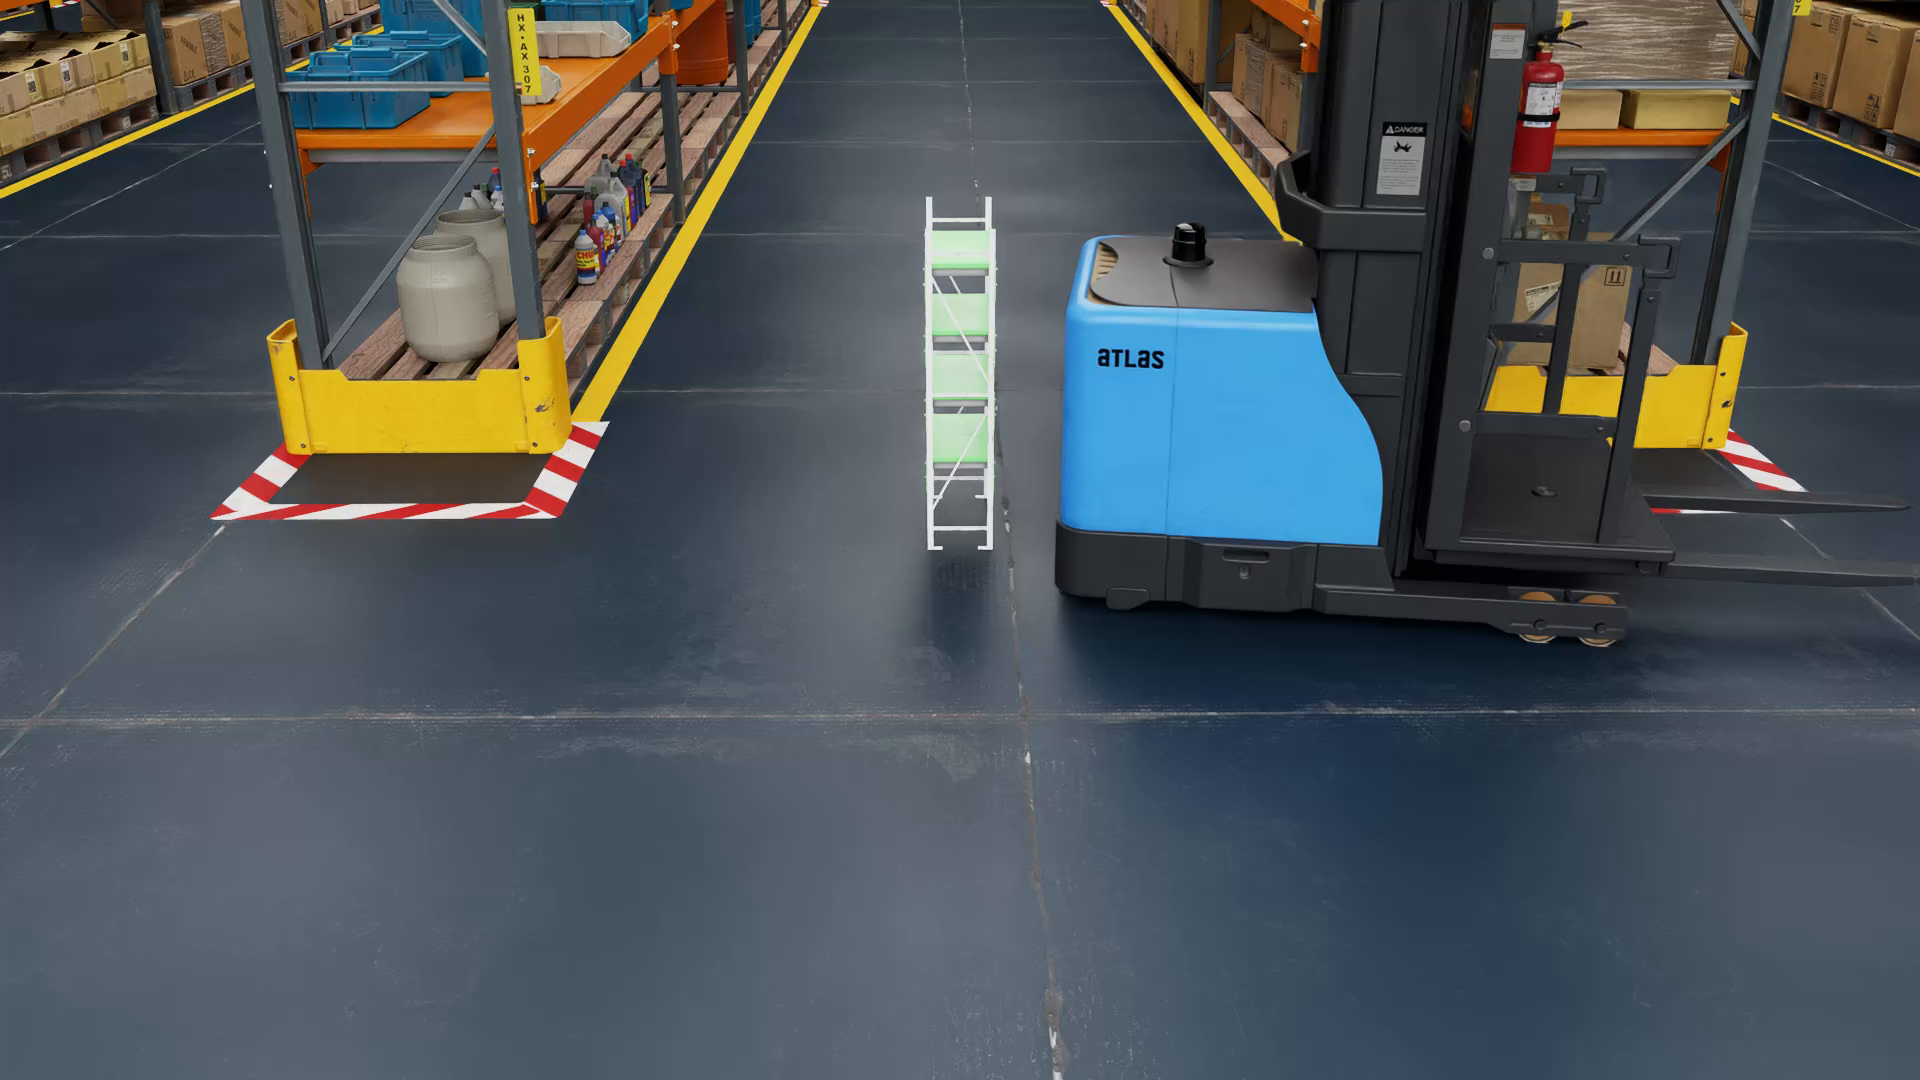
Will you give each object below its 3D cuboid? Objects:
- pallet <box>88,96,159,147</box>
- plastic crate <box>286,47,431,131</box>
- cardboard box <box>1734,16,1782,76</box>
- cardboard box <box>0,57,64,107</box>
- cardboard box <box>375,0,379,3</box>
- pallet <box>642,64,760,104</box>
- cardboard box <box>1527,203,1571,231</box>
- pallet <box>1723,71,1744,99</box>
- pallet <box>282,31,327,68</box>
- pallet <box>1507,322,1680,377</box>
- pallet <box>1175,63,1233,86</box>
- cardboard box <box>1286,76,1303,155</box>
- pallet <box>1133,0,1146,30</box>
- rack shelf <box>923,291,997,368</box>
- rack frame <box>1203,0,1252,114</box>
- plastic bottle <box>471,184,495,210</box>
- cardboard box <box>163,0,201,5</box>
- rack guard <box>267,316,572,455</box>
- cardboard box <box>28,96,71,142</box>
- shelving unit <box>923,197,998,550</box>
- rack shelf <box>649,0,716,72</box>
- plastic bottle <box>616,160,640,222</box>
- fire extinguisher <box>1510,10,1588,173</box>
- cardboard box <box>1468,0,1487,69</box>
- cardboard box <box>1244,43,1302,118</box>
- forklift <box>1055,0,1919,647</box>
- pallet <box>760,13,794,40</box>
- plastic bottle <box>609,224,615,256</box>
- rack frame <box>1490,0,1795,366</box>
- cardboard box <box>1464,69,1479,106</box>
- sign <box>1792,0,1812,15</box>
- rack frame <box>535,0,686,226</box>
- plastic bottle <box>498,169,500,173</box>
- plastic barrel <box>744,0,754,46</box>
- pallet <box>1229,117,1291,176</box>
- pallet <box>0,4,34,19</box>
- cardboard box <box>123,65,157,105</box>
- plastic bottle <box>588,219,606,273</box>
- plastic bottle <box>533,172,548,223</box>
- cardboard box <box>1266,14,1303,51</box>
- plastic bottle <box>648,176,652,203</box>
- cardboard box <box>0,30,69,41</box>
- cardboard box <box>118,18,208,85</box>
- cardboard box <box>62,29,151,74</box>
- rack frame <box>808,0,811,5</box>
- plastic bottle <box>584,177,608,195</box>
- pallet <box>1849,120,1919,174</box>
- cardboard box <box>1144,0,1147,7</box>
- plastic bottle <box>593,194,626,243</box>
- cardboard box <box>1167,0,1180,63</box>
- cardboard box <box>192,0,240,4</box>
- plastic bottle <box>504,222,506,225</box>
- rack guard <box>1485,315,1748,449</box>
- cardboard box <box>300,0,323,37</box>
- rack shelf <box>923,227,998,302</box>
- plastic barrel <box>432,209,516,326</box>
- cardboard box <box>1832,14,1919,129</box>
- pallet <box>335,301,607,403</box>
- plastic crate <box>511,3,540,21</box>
[{"bbox_3d":[-7.313,-3.437,13.593,1.003,0.211,1.213,0,24,-1],"label":"pallet"},{"bbox_3d":[-2.548,-1.908,7.009,0.499,0.251,0.616,0,24,-1],"label":"plastic crate"},{"bbox_3d":[7.315,-4.393,14.847,0.500,0.500,0.500,0,24,-1],"label":"cardboard box"},{"bbox_3d":[-7.013,-3.397,12.269,0.500,0.311,0.500,0,24,1],"label":"cardboard box"},{"bbox_3d":[-7.138,-6.676,20.175,0.500,0.250,0.500,0,24,-1],"label":"cardboard box"},{"bbox_3d":[-2.380,-4.122,15.107,1.003,0.211,1.213,0,24,-1],"label":"pallet"},{"bbox_3d":[2.679,-1.349,8.117,0.500,0.500,0.500,6,25,13],"label":"cardboard box"},{"bbox_3d":[7.576,-4.122,15.108,1.003,0.211,1.213,0,24,-1],"label":"pallet"},{"bbox_3d":[-7.280,-5.089,17.247,1.003,0.211,1.213,0,24,-1],"label":"pallet"},{"bbox_3d":[2.735,-0.889,7.959,1.003,0.211,1.213,0,24,-1],"label":"pallet"},{"bbox_3d":[2.679,-4.646,16.266,1.003,0.211,1.213,0,24,-1],"label":"pallet"},{"bbox_3d":[2.695,-2.953,11.638,0.700,0.500,0.500,0,24,-1],"label":"cardboard box"},{"bbox_3d":[2.633,-6.285,19.891,1.003,0.211,1.213,0,24,-1],"label":"pallet"},{"bbox_3d":[-0.002,-0.775,6.081,0.258,0.148,0.480,0,24,-1],"label":"rack shelf"},{"bbox_3d":[2.623,-5.090,13.864,1.000,3.000,0.127,0,24,-1],"label":"rack frame"},{"bbox_3d":[-2.686,-1.825,9.327,0.144,0.351,0.185,0,24,-1],"label":"plastic bottle"},{"bbox_3d":[-7.545,-4.922,15.992,0.500,0.500,0.500,-1,24,-3],"label":"cardboard box"},{"bbox_3d":[-2.291,-0.663,7.110,1.175,0.500,0.348,0,24,-1],"label":"rack guard"},{"bbox_3d":[-7.013,-3.138,12.375,0.500,0.250,0.500,0,24,0],"label":"cardboard box"},{"bbox_3d":[-0.002,-0.615,6.154,0.258,1.200,0.503,0,24,-1],"label":"shelving unit"},{"bbox_3d":[-2.308,-3.916,12.141,1.077,0.370,4.000,0,24,-1],"label":"rack shelf"},{"bbox_3d":[-1.989,-2.070,9.867,0.144,0.351,0.185,-1,24,-3],"label":"plastic bottle"},{"bbox_3d":[2.250,-1.709,6.482,0.296,0.674,0.183,0,24,-1],"label":"fire extinguisher"},{"bbox_3d":[2.606,-2.407,7.449,0.875,0.500,0.500,0,24,-1],"label":"cardboard box"},{"bbox_3d":[2.669,-3.647,13.173,0.700,0.500,0.500,-2,24,-5],"label":"cardboard box"},{"bbox_3d":[1.884,-1.217,5.385,3.031,2.935,1.130,3,25,7],"label":"forklift"},{"bbox_3d":[-2.421,-5.748,18.703,1.003,0.211,1.213,0,24,-1],"label":"pallet"},{"bbox_3d":[-1.957,-1.668,9.160,0.097,0.201,0.097,0,24,0],"label":"plastic bottle"},{"bbox_3d":[2.710,-1.793,6.575,1.000,3.000,0.127,0,24,-1],"label":"rack frame"},{"bbox_3d":[2.444,-2.001,7.339,0.380,0.149,0.250,0,24,-1],"label":"cardboard box"},{"bbox_3d":[3.252,-2.190,6.402,0.100,0.325,0.005,0,24,-1],"label":"sign"},{"bbox_3d":[-2.286,-3.419,10.170,1.000,3.000,0.127,0,24,-1],"label":"rack frame"},{"bbox_3d":[-2.693,-2.078,9.886,0.144,0.351,0.185,0,24,1],"label":"plastic bottle"},{"bbox_3d":[-2.377,-5.435,16.664,0.600,0.901,0.708,0,24,-1],"label":"plastic barrel"},{"bbox_3d":[2.640,-2.996,12.618,1.003,0.211,1.213,0,24,-1],"label":"pallet"},{"bbox_3d":[-12.237,-6.720,20.852,1.003,0.211,1.213,0,24,-1],"label":"pallet"},{"bbox_3d":[-7.034,-3.770,13.772,0.500,0.250,0.500,0,24,1],"label":"cardboard box"},{"bbox_3d":[-1.935,-1.576,8.856,0.061,0.283,0.133,0,24,0],"label":"plastic bottle"},{"bbox_3d":[-2.548,-2.079,9.887,0.144,0.351,0.185,0,24,-1],"label":"plastic bottle"},{"bbox_3d":[2.676,-3.999,13.040,0.500,0.250,0.500,2,24,5],"label":"cardboard box"},{"bbox_3d":[-1.971,-2.197,10.329,0.097,0.201,0.097,0,24,0],"label":"plastic bottle"},{"bbox_3d":[-7.571,-4.024,13.653,0.500,0.311,0.500,1,24,1],"label":"cardboard box"},{"bbox_3d":[-7.002,-4.297,14.611,0.500,0.500,0.500,1,24,2],"label":"cardboard box"},{"bbox_3d":[-7.031,-4.026,13.658,0.500,0.311,0.500,0,24,1],"label":"cardboard box"},{"bbox_3d":[-2.417,-8.364,21.103,1.000,3.000,0.127,0,24,-1],"label":"rack frame"},{"bbox_3d":[-2.137,-2.025,9.858,0.152,0.276,0.135,0,24,-1],"label":"plastic bottle"},{"bbox_3d":[7.527,-2.973,12.568,1.003,0.211,1.213,0,24,-1],"label":"pallet"},{"bbox_3d":[2.642,-6.604,19.282,0.875,0.875,0.875,0,24,-1],"label":"cardboard box"},{"bbox_3d":[-1.988,-1.835,9.440,0.152,0.276,0.135,0,24,0],"label":"plastic bottle"},{"bbox_3d":[2.634,-4.965,15.656,1.225,0.875,0.875,0,24,0],"label":"cardboard box"},{"bbox_3d":[-7.025,-4.935,16.020,0.500,0.500,0.500,-1,24,-2],"label":"cardboard box"},{"bbox_3d":[-2.564,-1.699,9.229,0.097,0.201,0.097,0,24,0],"label":"plastic bottle"},{"bbox_3d":[2.709,-0.686,7.159,1.175,0.500,0.348,0,24,-1],"label":"rack guard"},{"bbox_3d":[-7.035,-5.555,17.391,0.500,0.500,0.500,0,24,-1],"label":"cardboard box"},{"bbox_3d":[-0.002,-0.994,5.982,0.258,0.148,0.480,0,24,-1],"label":"rack shelf"},{"bbox_3d":[-2.332,-1.306,8.007,0.421,0.512,0.421,0,24,0],"label":"plastic barrel"},{"bbox_3d":[7.513,-3.625,12.846,1.050,0.750,0.750,0,24,0],"label":"cardboard box"},{"bbox_3d":[-2.294,-0.866,7.909,1.003,0.211,1.213,0,24,-1],"label":"pallet"},{"bbox_3d":[-2.554,-2.762,8.974,0.450,0.188,0.662,0,24,-1],"label":"plastic crate"}]
